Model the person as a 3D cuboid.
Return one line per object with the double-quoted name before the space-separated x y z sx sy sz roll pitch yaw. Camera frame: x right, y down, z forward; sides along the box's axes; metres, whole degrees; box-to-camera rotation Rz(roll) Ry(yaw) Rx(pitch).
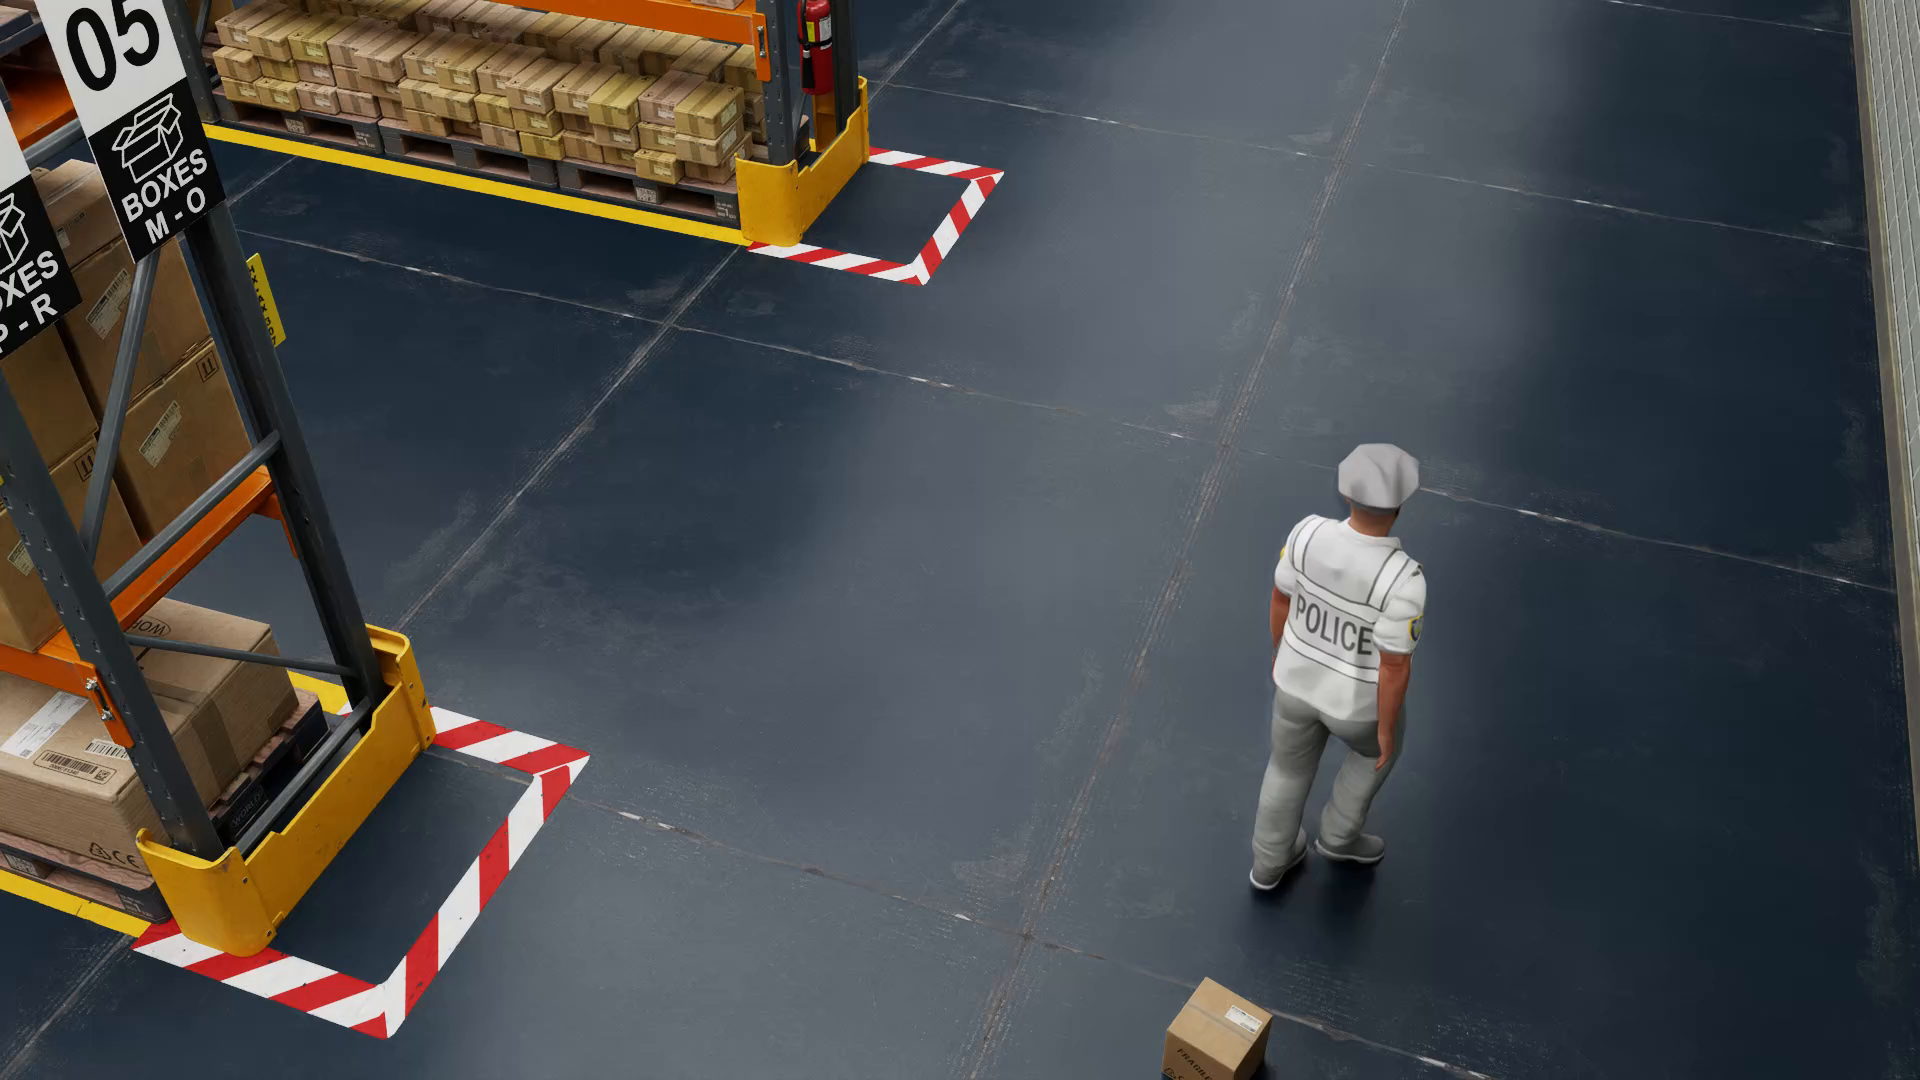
"person" 1.243 0.500 5.588 0.568 1.792 0.542 27 48 27
